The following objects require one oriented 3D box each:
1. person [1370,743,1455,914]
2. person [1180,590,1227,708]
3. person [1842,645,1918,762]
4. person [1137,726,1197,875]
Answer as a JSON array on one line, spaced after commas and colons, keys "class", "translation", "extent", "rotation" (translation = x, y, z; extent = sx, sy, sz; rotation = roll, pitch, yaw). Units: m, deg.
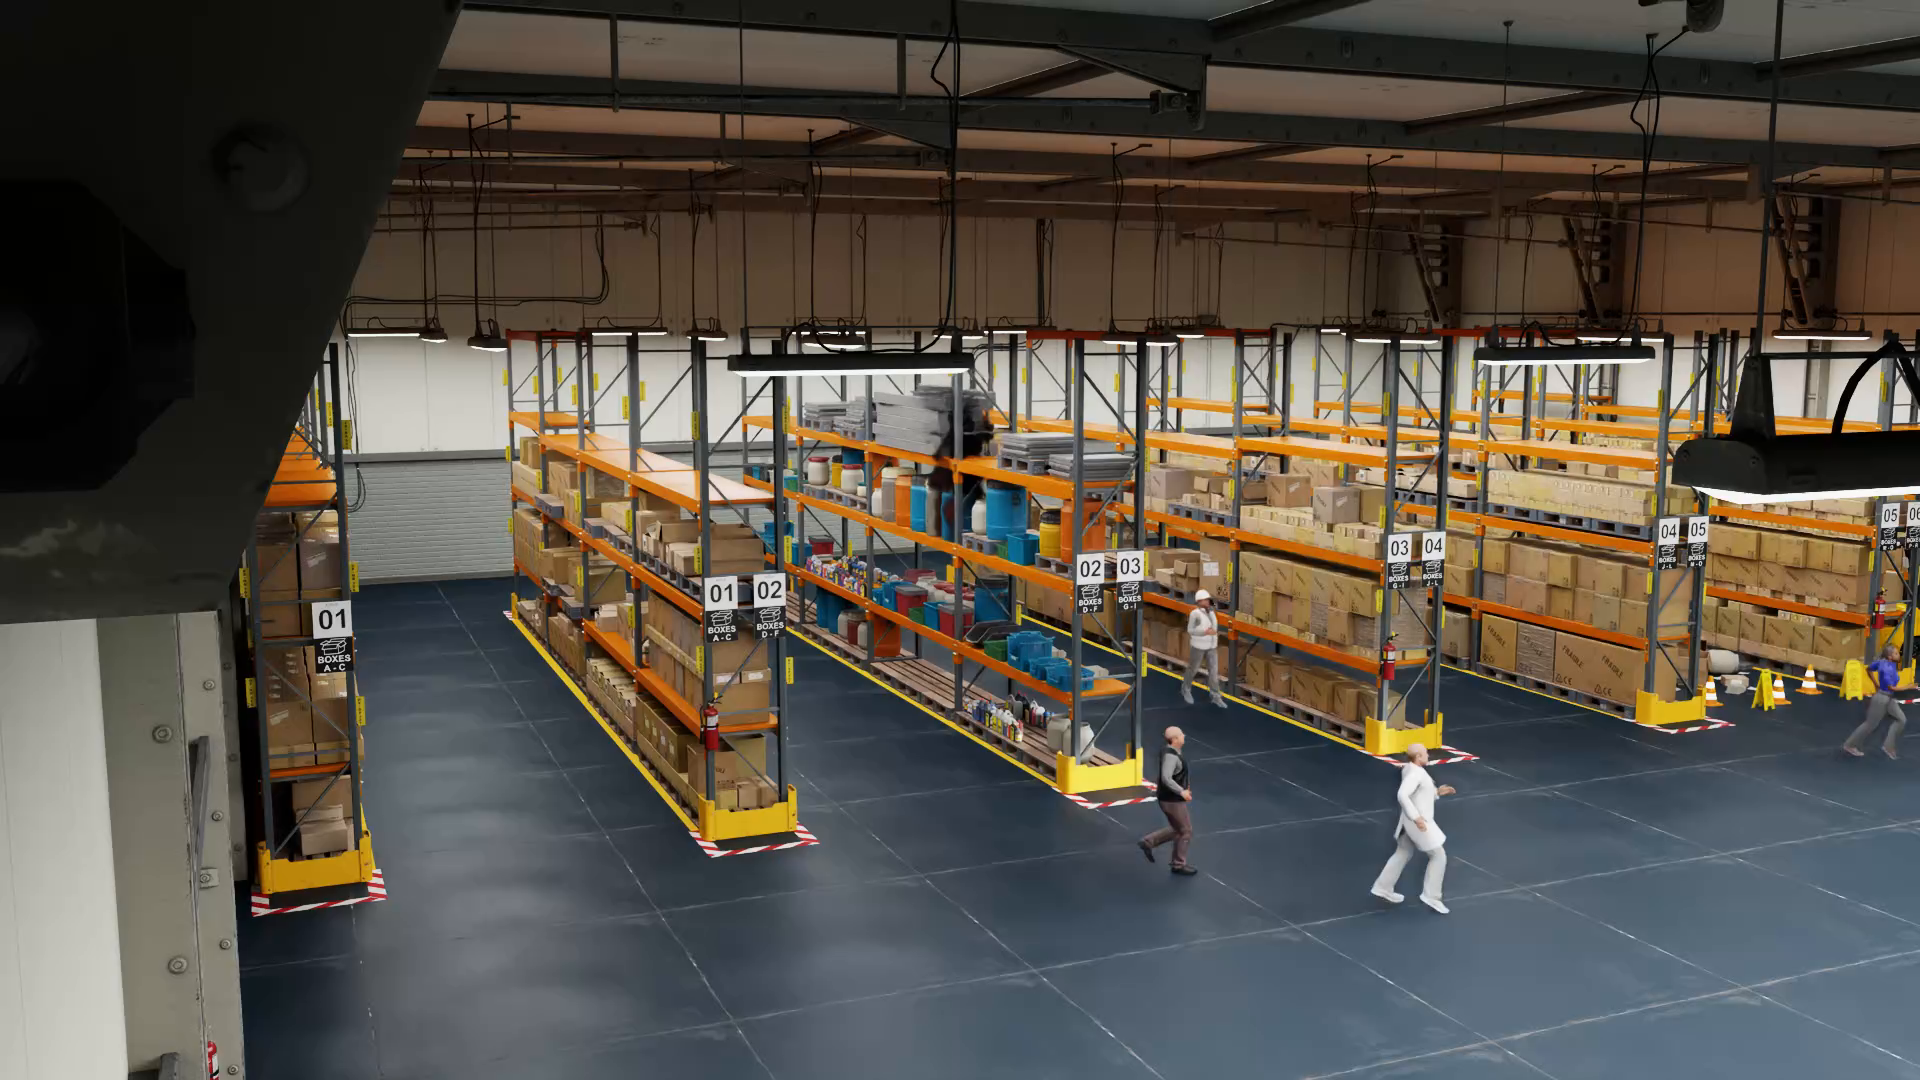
[{"class": "person", "translation": [4.827, 3.014, 17.661], "extent": [0.857, 1.756, 0.673], "rotation": [-1, 8, -4]}, {"class": "person", "translation": [3.763, 1.670, 25.616], "extent": [0.657, 1.816, 0.881], "rotation": [-5, 9, -35]}, {"class": "person", "translation": [13.082, 2.316, 23.625], "extent": [0.878, 1.689, 0.582], "rotation": [4, 9, 29]}, {"class": "person", "translation": [2.383, 2.947, 18.844], "extent": [0.638, 1.695, 0.685], "rotation": [0, 8, 1]}]
